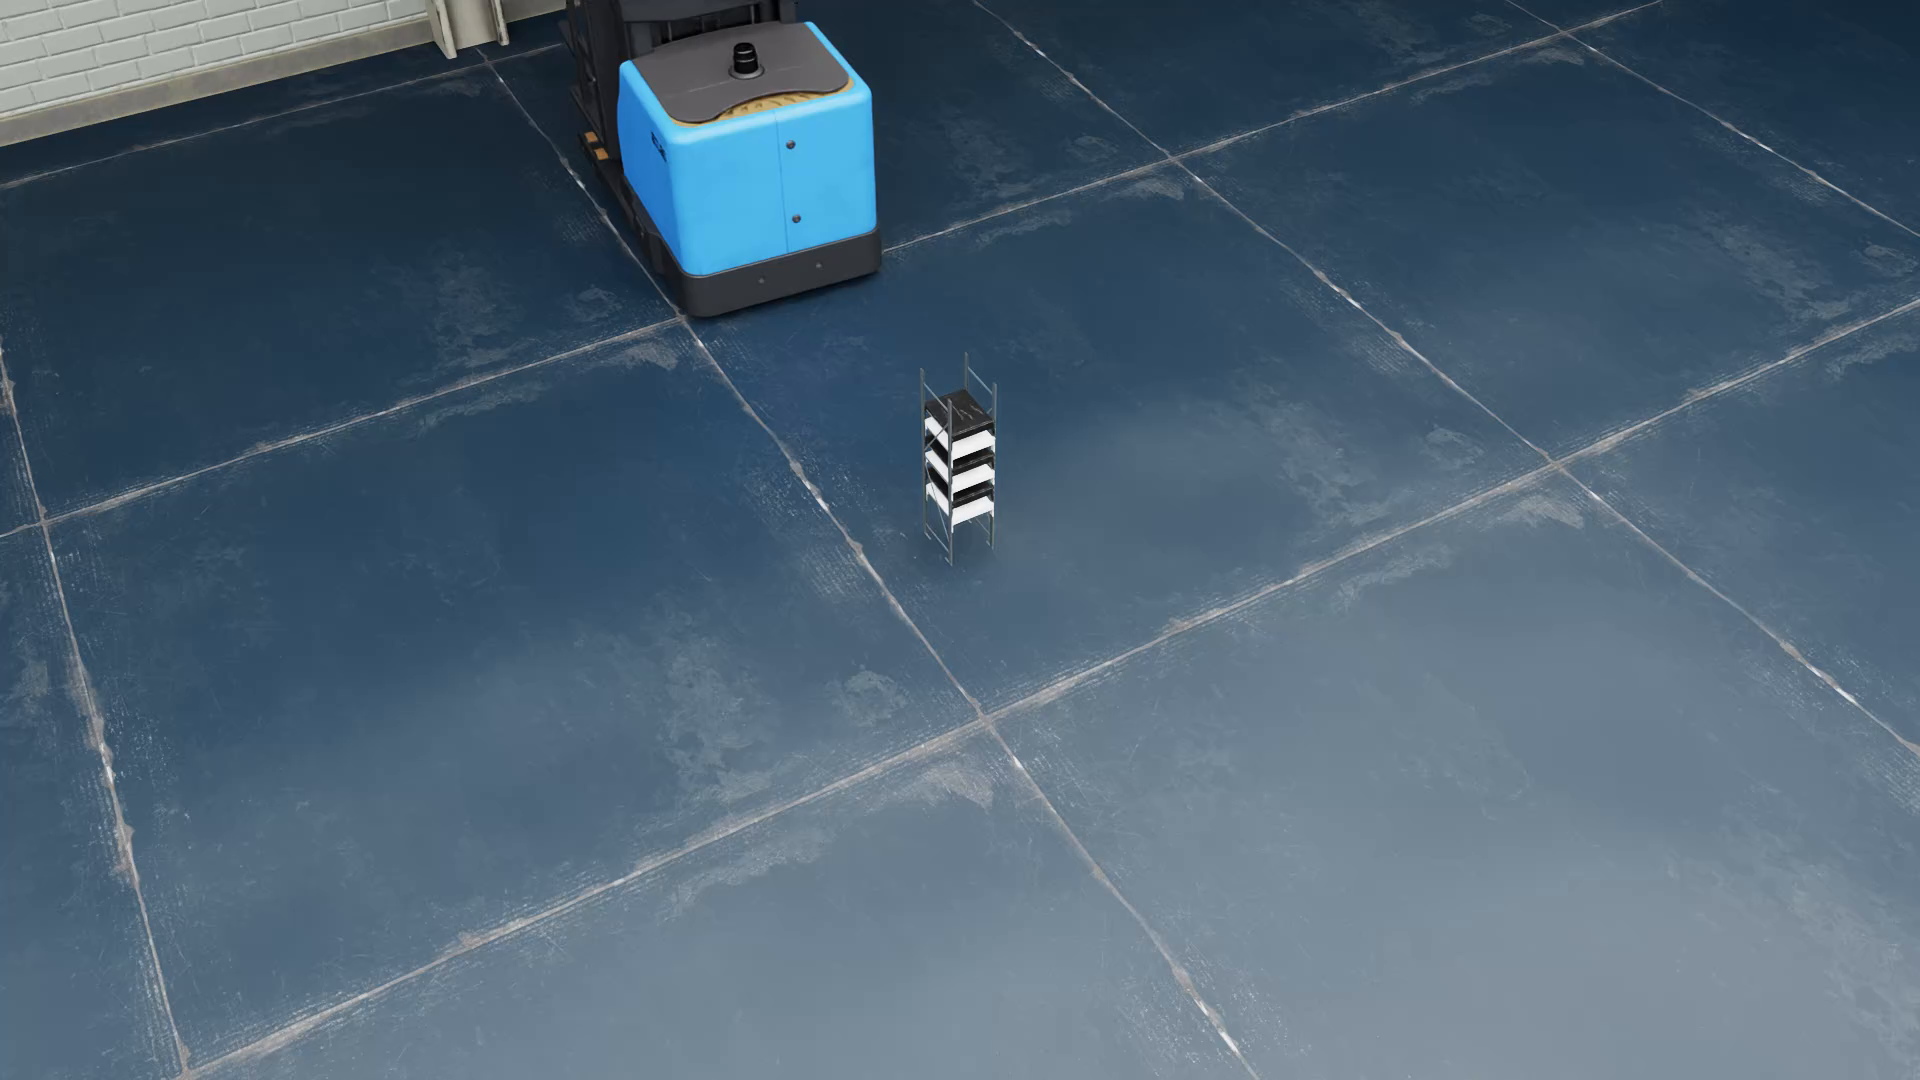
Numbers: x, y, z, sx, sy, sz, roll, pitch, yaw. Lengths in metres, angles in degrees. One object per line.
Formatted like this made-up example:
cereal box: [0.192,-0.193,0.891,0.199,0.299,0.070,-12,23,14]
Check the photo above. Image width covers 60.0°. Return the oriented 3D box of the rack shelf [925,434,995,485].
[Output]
rack shelf: [-0.007,-0.361,6.824,0.200,0.077,0.258,-22,48,-21]

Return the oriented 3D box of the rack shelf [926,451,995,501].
rack shelf: [-0.007,-0.296,6.886,0.200,0.077,0.258,-22,48,-21]

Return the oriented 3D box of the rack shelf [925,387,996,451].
rack shelf: [-0.007,-0.490,6.698,0.200,0.077,0.258,-22,48,-21]

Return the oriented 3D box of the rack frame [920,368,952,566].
rack frame: [-0.095,-0.285,6.827,0.006,0.900,0.240,-22,48,-21]

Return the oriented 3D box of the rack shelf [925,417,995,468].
rack shelf: [-0.007,-0.425,6.761,0.200,0.077,0.258,-22,48,-21]

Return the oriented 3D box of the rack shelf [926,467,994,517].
rack shelf: [-0.007,-0.232,6.949,0.200,0.077,0.258,-22,48,-21]

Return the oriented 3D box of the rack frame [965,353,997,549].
rack frame: [0.081,-0.355,6.899,0.006,0.900,0.240,-22,48,-21]

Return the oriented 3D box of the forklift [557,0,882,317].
forklift: [-1.490,-3.184,8.356,1.130,2.935,3.031,-18,47,-18]

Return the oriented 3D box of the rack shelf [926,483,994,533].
rack shelf: [-0.007,-0.167,7.012,0.200,0.077,0.258,-22,48,-21]

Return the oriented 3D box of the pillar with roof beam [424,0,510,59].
pillar with roof beam: [-0.908,-3.749,4.581,0.400,9.000,9.100,-22,48,-21]

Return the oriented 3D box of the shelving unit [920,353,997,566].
shelving unit: [-0.007,-0.320,6.863,0.210,0.900,0.258,-22,48,-21]
